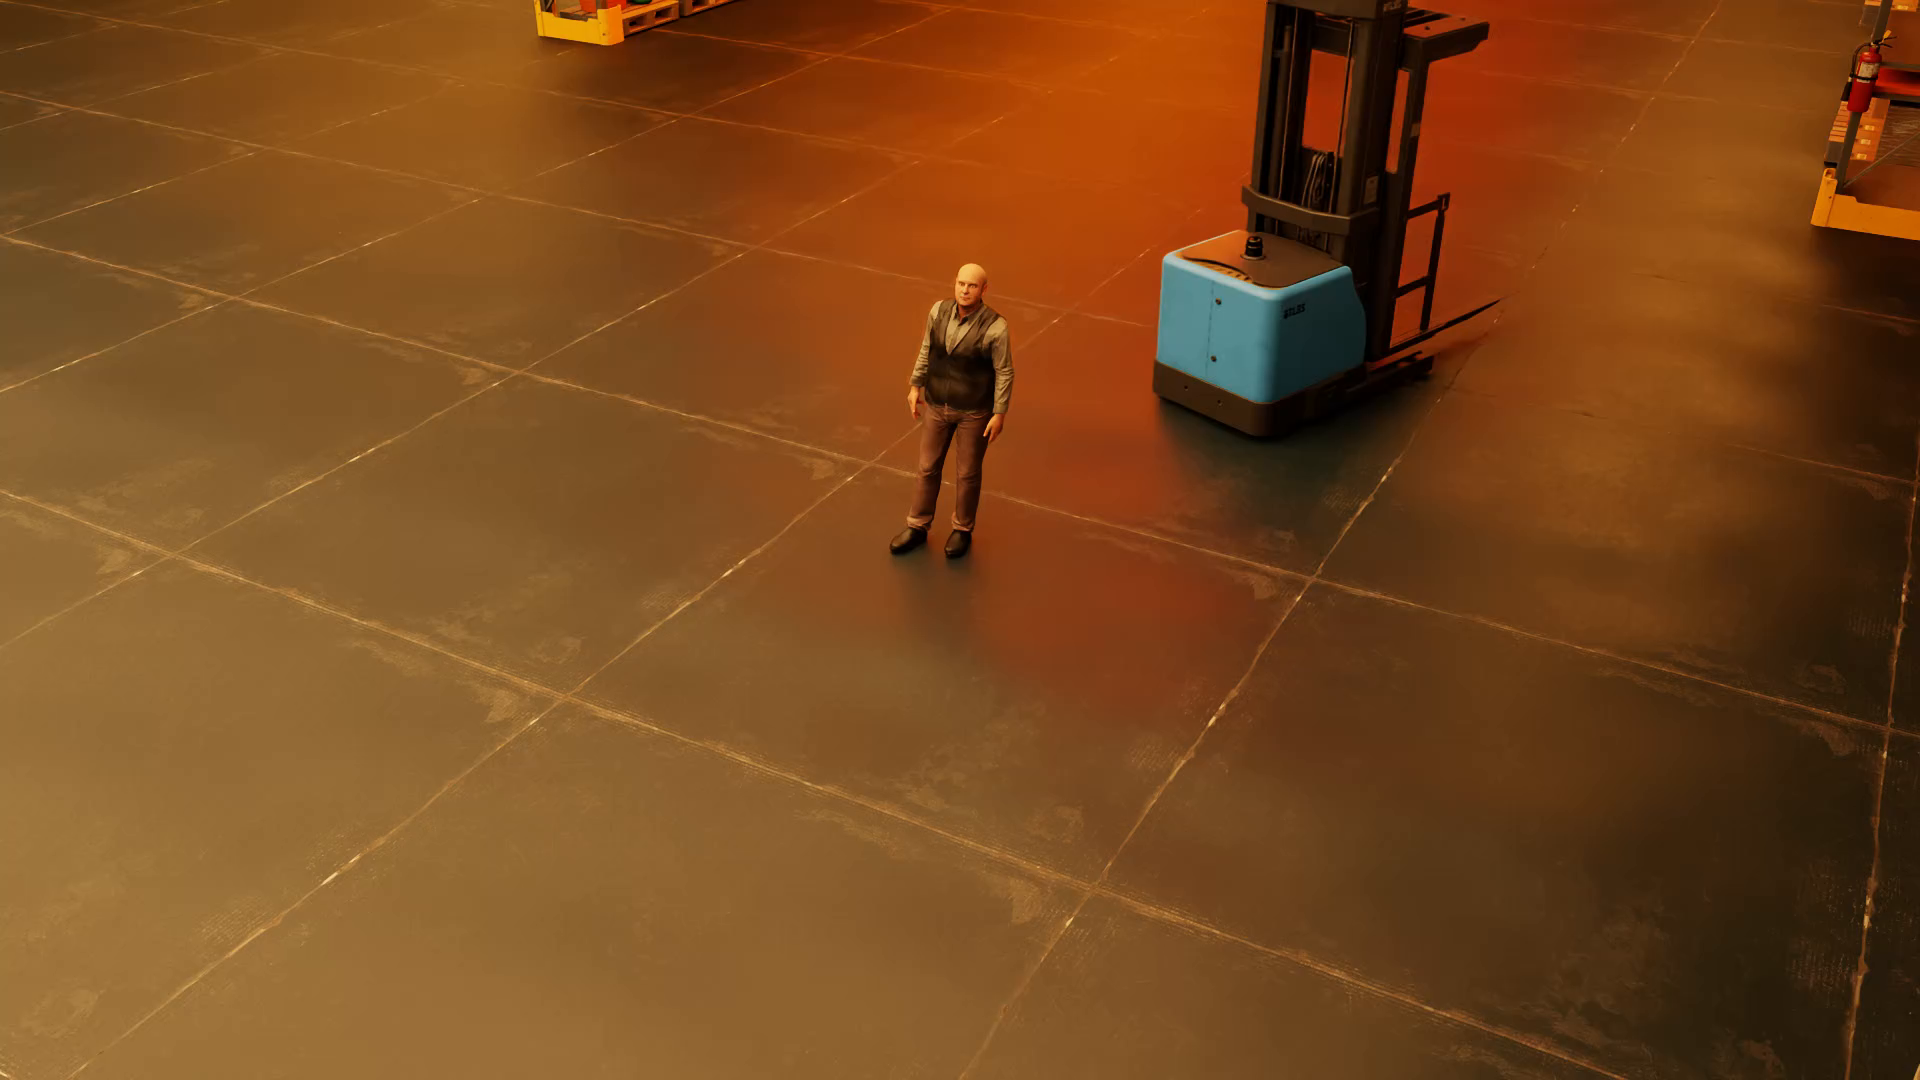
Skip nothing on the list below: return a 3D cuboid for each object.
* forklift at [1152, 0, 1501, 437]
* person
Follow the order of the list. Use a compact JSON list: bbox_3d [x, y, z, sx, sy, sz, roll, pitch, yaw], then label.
[{"bbox_3d":[2.795,-2.565,11.516,3.031,2.935,1.130,-23,37,-35],"label":"forklift"},{"bbox_3d":[-0.037,-0.726,9.524,0.633,1.722,0.566,15,33,25],"label":"person"}]
